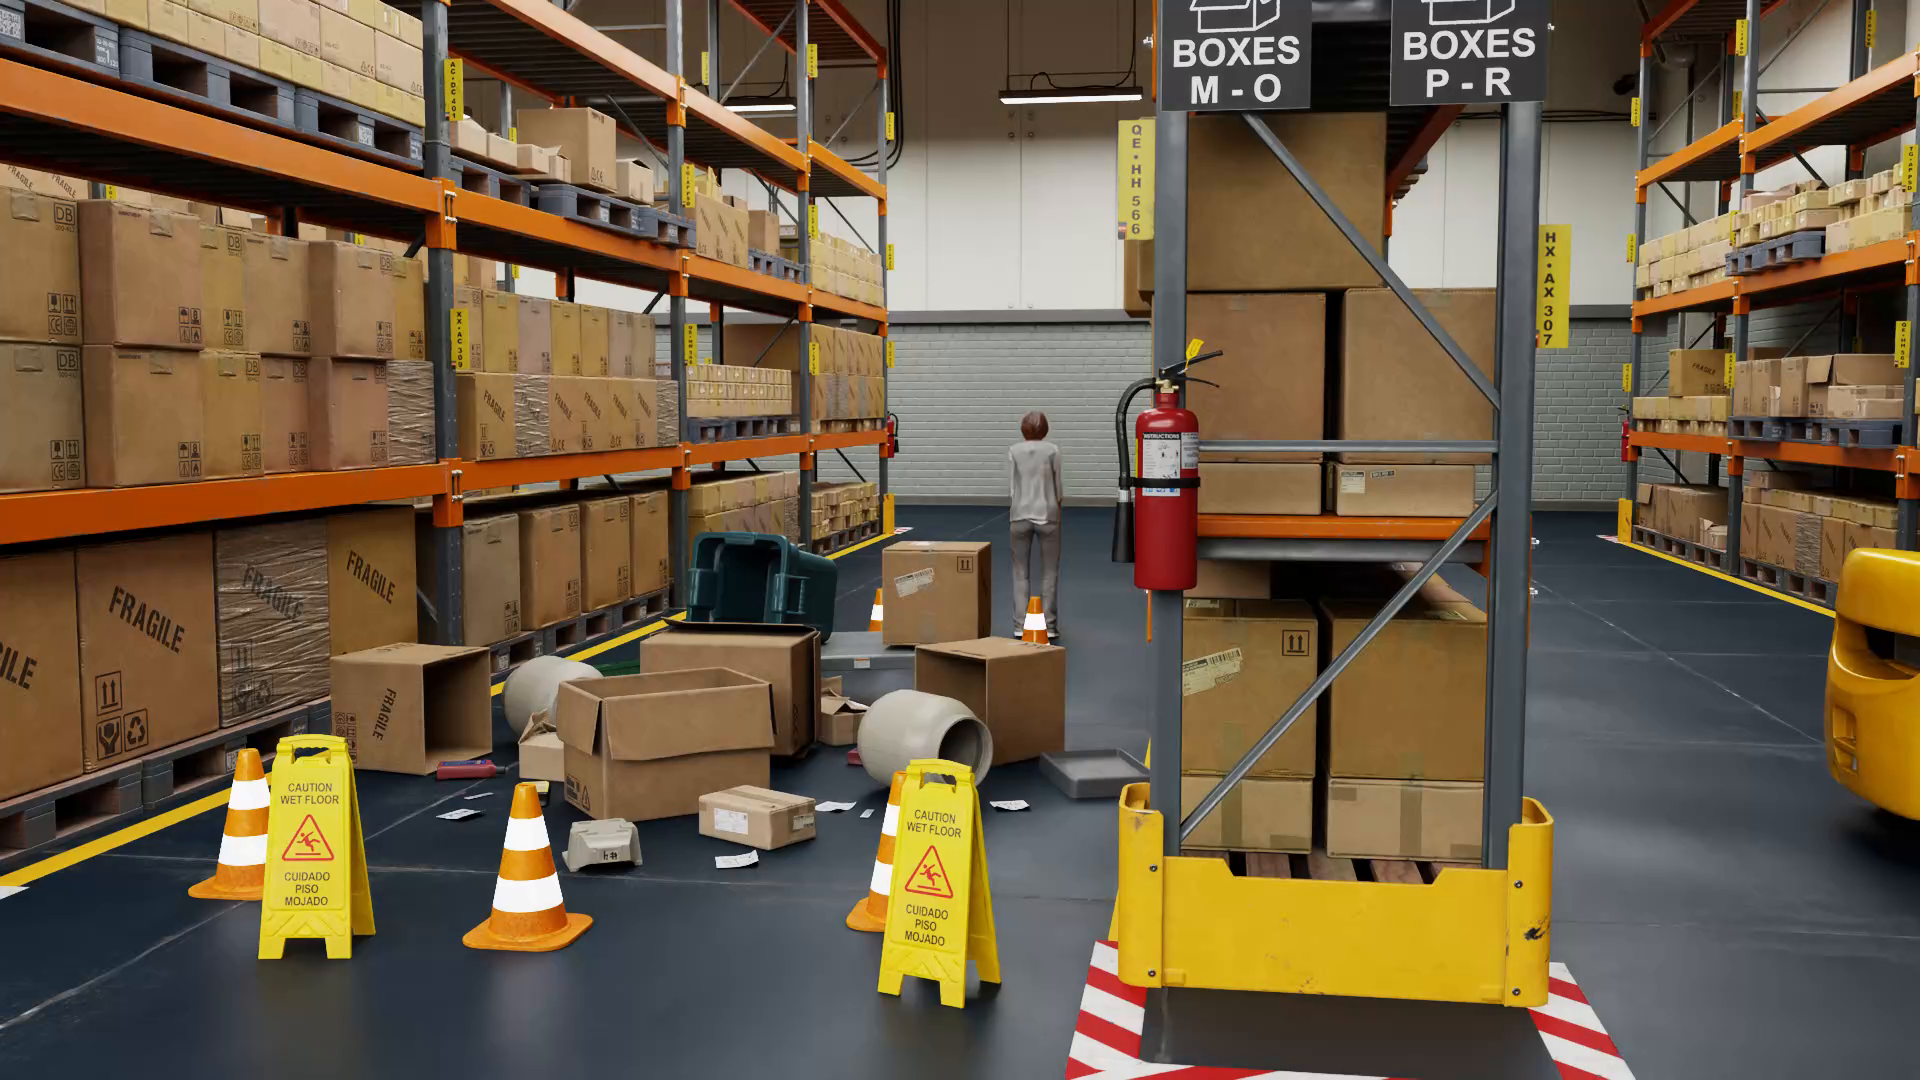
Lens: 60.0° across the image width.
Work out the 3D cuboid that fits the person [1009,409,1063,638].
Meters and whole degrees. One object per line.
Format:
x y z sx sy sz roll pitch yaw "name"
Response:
0.526 -0.116 11.599 0.374 1.594 0.513 1 5 8 "person"
